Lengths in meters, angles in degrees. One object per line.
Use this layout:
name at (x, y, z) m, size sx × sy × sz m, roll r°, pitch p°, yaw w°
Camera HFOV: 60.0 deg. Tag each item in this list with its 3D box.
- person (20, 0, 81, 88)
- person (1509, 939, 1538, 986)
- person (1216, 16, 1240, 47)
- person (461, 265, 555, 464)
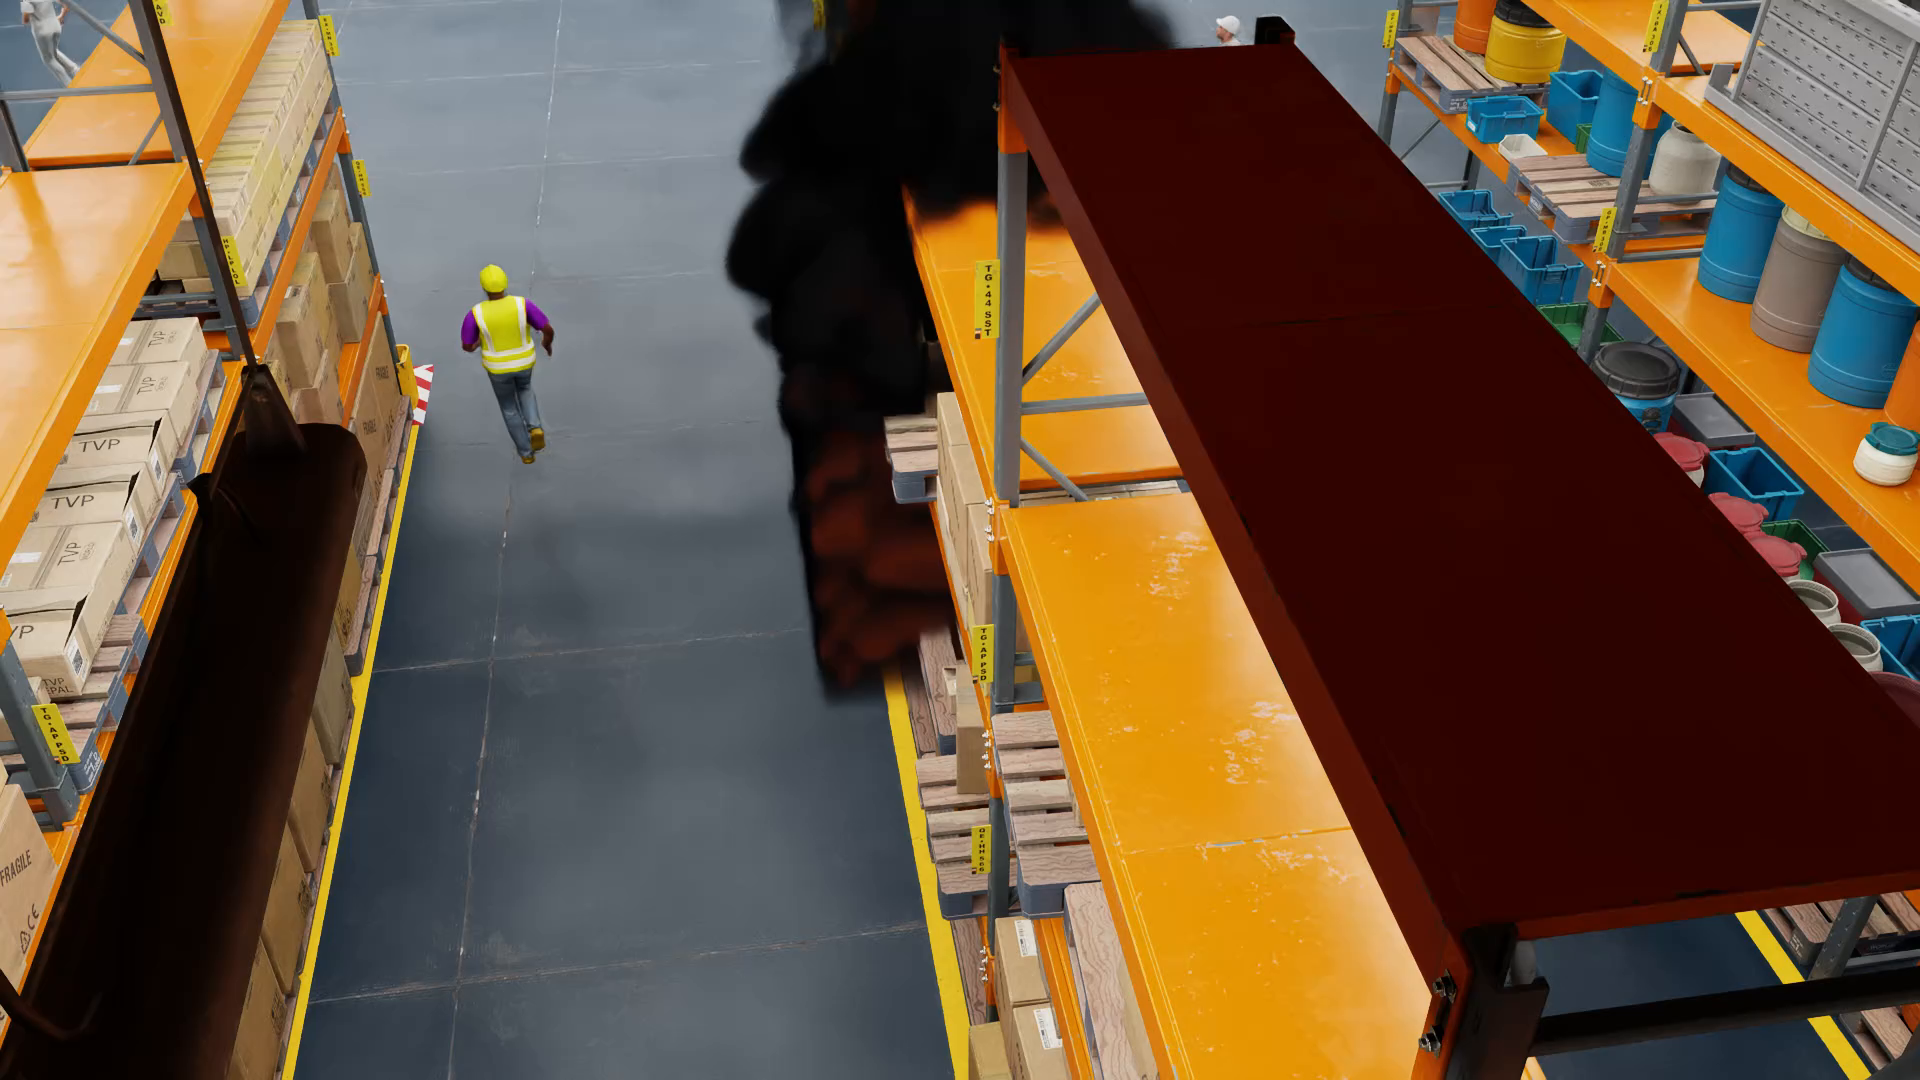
person at (-11.377, -6.339, 20.709) m, size 0.553 × 1.630 × 0.557 m, roll 16°, pitch 39°, yaw 20°
person at (2.955, 1.877, 9.049) m, size 0.526 × 1.750 × 0.780 m, roll -10°, pitch 37°, yaw -13°
person at (2.949, -5.103, 18.931) m, size 0.614 × 1.738 × 0.652 m, roll 9°, pitch 37°, yaw 12°
person at (-3.660, -1.471, 13.500) m, size 0.705 × 1.737 × 0.580 m, roll -16°, pitch 39°, yaw -21°
